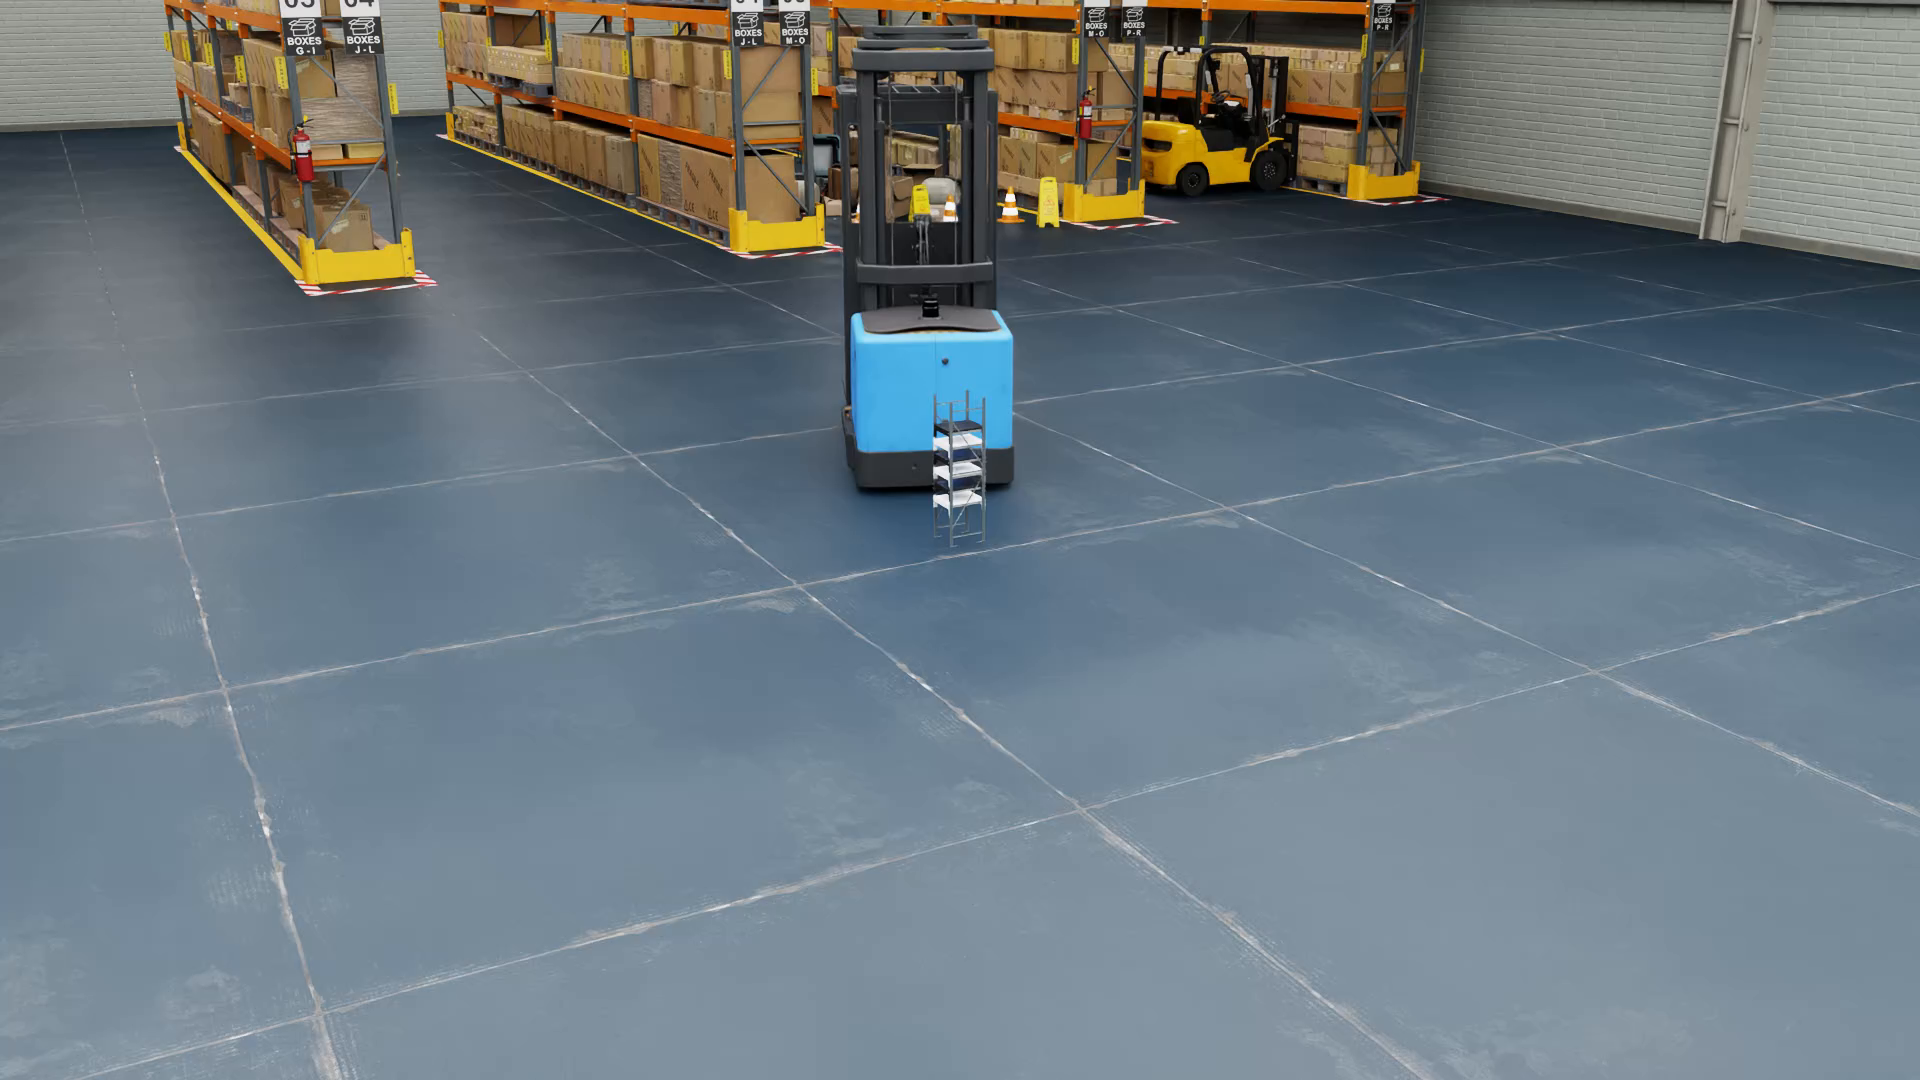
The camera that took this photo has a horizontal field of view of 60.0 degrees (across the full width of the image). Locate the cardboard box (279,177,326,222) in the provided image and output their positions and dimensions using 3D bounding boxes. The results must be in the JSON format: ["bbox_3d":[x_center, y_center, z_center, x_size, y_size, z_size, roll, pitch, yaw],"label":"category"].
[{"bbox_3d":[-8.435,-4.378,21.410,0.500,0.500,0.500,-11,22,-28],"label":"cardboard box"}]

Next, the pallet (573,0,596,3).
[{"bbox_3d":[-5.190,-8.202,24.992,1.003,0.211,1.213,-9,21,-24],"label":"pallet"}]

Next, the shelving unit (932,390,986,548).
[{"bbox_3d":[-0.004,-0.428,9.991,0.258,0.900,0.210,-10,21,-27],"label":"shelving unit"}]

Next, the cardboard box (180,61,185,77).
[{"bbox_3d":[-13.557,-8.376,29.579,0.500,0.250,0.500,-10,22,-28],"label":"cardboard box"}]

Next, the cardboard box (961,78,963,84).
[{"bbox_3d":[0.355,-6.896,24.907,0.500,0.500,0.500,-10,21,-27],"label":"cardboard box"}]

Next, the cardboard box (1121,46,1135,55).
[{"bbox_3d":[3.113,-8.784,29.840,0.380,0.149,0.250,-9,21,-26],"label":"cardboard box"}]

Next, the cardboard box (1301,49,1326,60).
[{"bbox_3d":[5.476,-7.481,25.610,0.380,0.149,0.250,-9,21,-25],"label":"cardboard box"}]

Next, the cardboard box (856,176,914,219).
[{"bbox_3d":[-1.031,-4.801,23.274,0.637,0.503,0.797,7,20,20],"label":"cardboard box"}]

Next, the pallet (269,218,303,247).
[{"bbox_3d":[-8.239,-3.977,21.334,1.003,0.211,1.213,-10,21,-27],"label":"pallet"}]

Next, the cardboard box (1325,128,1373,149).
[{"bbox_3d":[5.905,-6.095,25.234,0.500,0.250,0.500,-9,21,-25],"label":"cardboard box"}]

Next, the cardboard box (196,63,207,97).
[{"bbox_3d":[-12.150,-7.511,27.148,0.500,0.500,0.500,-10,21,-27],"label":"cardboard box"}]

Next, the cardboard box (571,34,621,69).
[{"bbox_3d":[-5.630,-7.615,25.914,0.700,0.500,0.500,-10,22,-27],"label":"cardboard box"}]

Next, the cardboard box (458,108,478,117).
[{"bbox_3d":[-9.681,-8.443,32.816,0.380,0.149,0.250,-10,21,-27],"label":"cardboard box"}]

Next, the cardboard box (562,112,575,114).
[{"bbox_3d":[-6.431,-7.123,28.213,0.500,0.250,0.500,-10,22,-27],"label":"cardboard box"}]

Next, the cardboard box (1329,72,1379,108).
[{"bbox_3d":[5.933,-6.787,25.049,0.500,0.500,0.500,-11,22,-28],"label":"cardboard box"}]

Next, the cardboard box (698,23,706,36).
[{"bbox_3d":[-5.086,-10.507,34.295,0.500,0.500,0.500,-10,21,-27],"label":"cardboard box"}]

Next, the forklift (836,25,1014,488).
[{"bbox_3d":[-0.308,-2.167,11.917,1.130,2.935,3.031,-2,19,-6],"label":"forklift"}]

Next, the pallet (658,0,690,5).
[{"bbox_3d":[-3.222,-7.012,21.390,1.003,0.211,1.213,-10,21,-27],"label":"pallet"}]

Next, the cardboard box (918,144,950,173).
[{"bbox_3d":[-0.119,-6.124,26.665,0.950,0.372,0.625,-10,21,-26],"label":"cardboard box"}]

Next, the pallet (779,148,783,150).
[{"bbox_3d":[-3.234,-7.786,32.372,1.003,0.211,1.213,-10,21,-27],"label":"pallet"}]

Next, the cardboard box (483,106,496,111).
[{"bbox_3d":[-9.331,-8.605,33.285,0.380,0.149,0.250,-10,21,-26],"label":"cardboard box"}]

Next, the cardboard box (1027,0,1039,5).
[{"bbox_3d":[1.151,-7.523,23.121,0.380,0.149,0.250,-10,21,-27],"label":"cardboard box"}]

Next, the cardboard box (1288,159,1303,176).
[{"bbox_3d":[5.439,-5.913,26.241,0.500,0.250,0.500,-10,21,-26],"label":"cardboard box"}]

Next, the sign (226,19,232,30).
[{"bbox_3d":[-13.804,-9.667,31.409,0.100,0.325,0.005,-10,21,-27],"label":"sign"}]

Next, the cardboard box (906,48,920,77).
[{"bbox_3d":[-0.526,-7.643,26.430,0.500,0.500,0.500,-10,21,-26],"label":"cardboard box"}]

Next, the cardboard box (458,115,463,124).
[{"bbox_3d":[-9.771,-8.381,33.091,0.380,0.149,0.250,-10,21,-27],"label":"cardboard box"}]

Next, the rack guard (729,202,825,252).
[{"bbox_3d":[-2.265,-3.885,20.624,1.175,0.500,0.348,-10,21,-27],"label":"rack guard"}]

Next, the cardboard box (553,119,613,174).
[{"bbox_3d":[-5.866,-6.316,26.643,1.050,0.750,0.750,-10,22,-27],"label":"cardboard box"}]

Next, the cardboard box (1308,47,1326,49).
[{"bbox_3d":[5.717,-7.712,26.278,0.380,0.149,0.250,-10,21,-26],"label":"cardboard box"}]

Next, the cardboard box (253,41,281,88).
[{"bbox_3d":[-8.124,-5.688,19.874,0.500,0.500,0.500,-10,21,-27],"label":"cardboard box"}]

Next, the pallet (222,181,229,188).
[{"bbox_3d":[-11.372,-5.901,26.908,1.003,0.211,1.213,-10,21,-27],"label":"pallet"}]

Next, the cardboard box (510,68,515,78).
[{"bbox_3d":[-7.451,-7.967,28.363,0.380,0.149,0.250,-11,22,-29],"label":"cardboard box"}]

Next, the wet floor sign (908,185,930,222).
[{"bbox_3d":[-0.521,-4.259,21.485,0.267,0.644,0.232,-14,24,-36],"label":"wet floor sign"}]

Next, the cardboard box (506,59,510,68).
[{"bbox_3d":[-7.565,-8.179,28.520,0.380,0.149,0.250,-10,22,-28],"label":"cardboard box"}]

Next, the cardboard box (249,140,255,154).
[{"bbox_3d":[-10.144,-5.824,24.419,0.500,0.250,0.500,-9,21,-24],"label":"cardboard box"}]

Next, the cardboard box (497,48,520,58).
[{"bbox_3d":[-7.819,-8.470,28.908,0.380,0.149,0.250,-10,22,-27],"label":"cardboard box"}]

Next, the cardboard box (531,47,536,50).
[{"bbox_3d":[-7.363,-8.643,29.410,0.380,0.149,0.250,-11,22,-28],"label":"cardboard box"}]

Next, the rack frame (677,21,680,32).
[{"bbox_3d":[-5.566,-10.462,35.853,1.000,3.000,0.127,-10,21,-27],"label":"rack frame"}]

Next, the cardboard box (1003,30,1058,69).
[{"bbox_3d":[1.030,-6.920,23.444,0.700,0.500,0.500,-10,22,-27],"label":"cardboard box"}]

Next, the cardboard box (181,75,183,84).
[{"bbox_3d":[-13.797,-8.287,29.934,0.380,0.149,0.250,-10,22,-27],"label":"cardboard box"}]

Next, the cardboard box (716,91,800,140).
[{"bbox_3d":[-2.493,-5.244,20.500,0.875,0.550,0.550,-10,21,-27],"label":"cardboard box"}]

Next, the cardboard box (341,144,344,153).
[{"bbox_3d":[-6.823,-4.483,18.910,0.380,0.149,0.250,-10,21,-27],"label":"cardboard box"}]

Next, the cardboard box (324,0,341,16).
[{"bbox_3d":[-6.691,-5.860,18.146,0.500,0.250,0.500,-9,21,-25],"label":"cardboard box"}]

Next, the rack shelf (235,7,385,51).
[{"bbox_3d":[-7.640,-5.986,19.386,1.077,0.370,4.000,-10,21,-27],"label":"rack shelf"}]

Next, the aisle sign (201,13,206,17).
[{"bbox_3d":[-14.058,-10.223,31.175,0.394,0.787,0.004,-10,21,-27],"label":"aisle sign"}]

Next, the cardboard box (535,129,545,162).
[{"bbox_3d":[-6.862,-6.685,28.095,0.500,0.500,0.500,-9,21,-24],"label":"cardboard box"}]

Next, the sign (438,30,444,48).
[{"bbox_3d":[-10.352,-9.992,33.162,0.100,0.325,0.005,-10,21,-27],"label":"sign"}]

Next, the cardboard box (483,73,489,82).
[{"bbox_3d":[-8.535,-8.502,30.558,0.380,0.149,0.250,-11,22,-28],"label":"cardboard box"}]

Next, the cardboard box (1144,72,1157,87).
[{"bbox_3d":[3.577,-8.112,29.270,0.500,0.250,0.500,-10,21,-26],"label":"cardboard box"}]

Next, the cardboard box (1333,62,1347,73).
[{"bbox_3d":[5.839,-7.118,25.013,0.380,0.149,0.250,-10,21,-26],"label":"cardboard box"}]

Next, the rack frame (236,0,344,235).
[{"bbox_3d":[-8.589,-5.483,21.422,1.000,3.000,0.127,-10,21,-27],"label":"rack frame"}]

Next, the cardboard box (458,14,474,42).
[{"bbox_3d":[-9.177,-9.715,31.545,0.500,0.500,0.500,-11,22,-28],"label":"cardboard box"}]

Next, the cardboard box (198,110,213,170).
[{"bbox_3d":[-11.642,-6.536,27.089,1.225,0.875,0.875,-11,22,-29],"label":"cardboard box"}]

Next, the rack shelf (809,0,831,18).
[{"bbox_3d":[-2.717,-9.818,30.490,1.077,0.370,4.000,-10,21,-27],"label":"rack shelf"}]
